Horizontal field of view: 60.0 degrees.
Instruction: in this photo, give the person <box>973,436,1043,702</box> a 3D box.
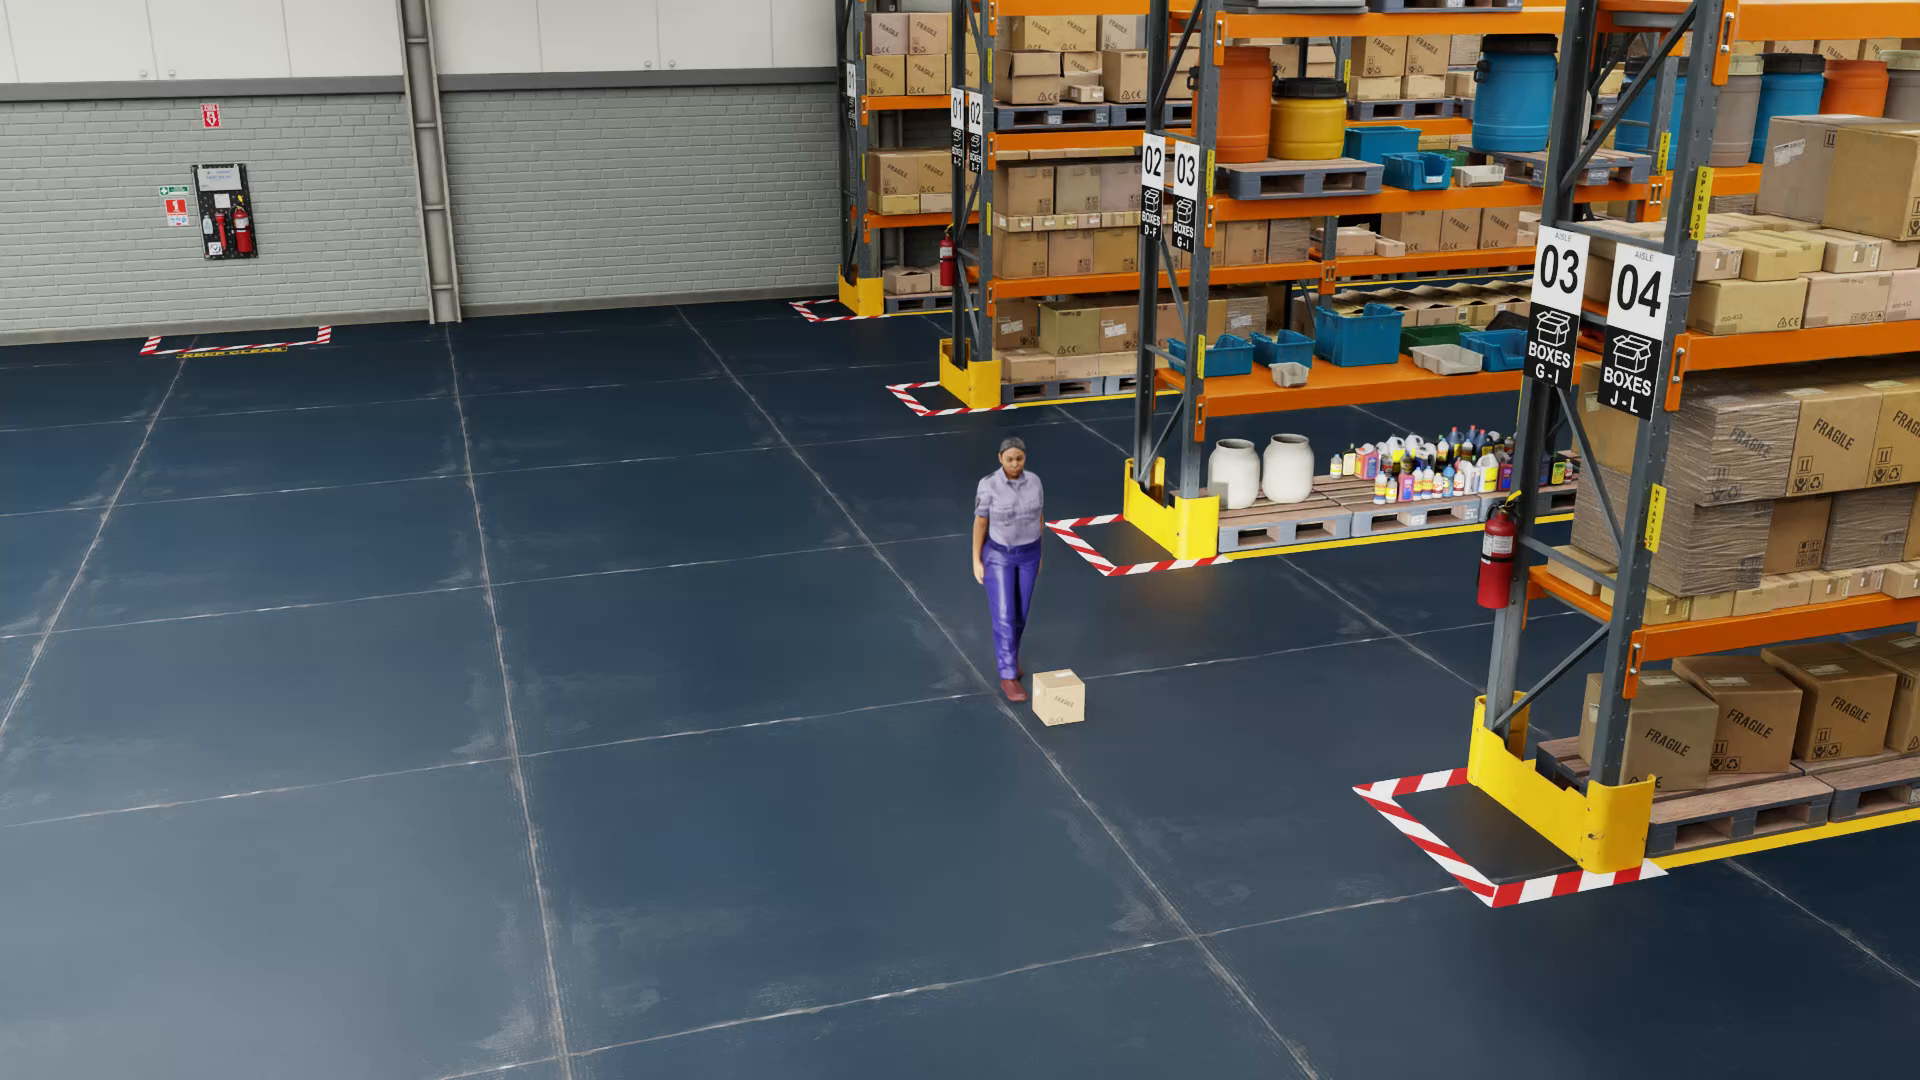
[{"bbox_3d":[0.379,0.160,10.609,0.499,1.639,0.702,-9,21,-23],"label":"person"}]
